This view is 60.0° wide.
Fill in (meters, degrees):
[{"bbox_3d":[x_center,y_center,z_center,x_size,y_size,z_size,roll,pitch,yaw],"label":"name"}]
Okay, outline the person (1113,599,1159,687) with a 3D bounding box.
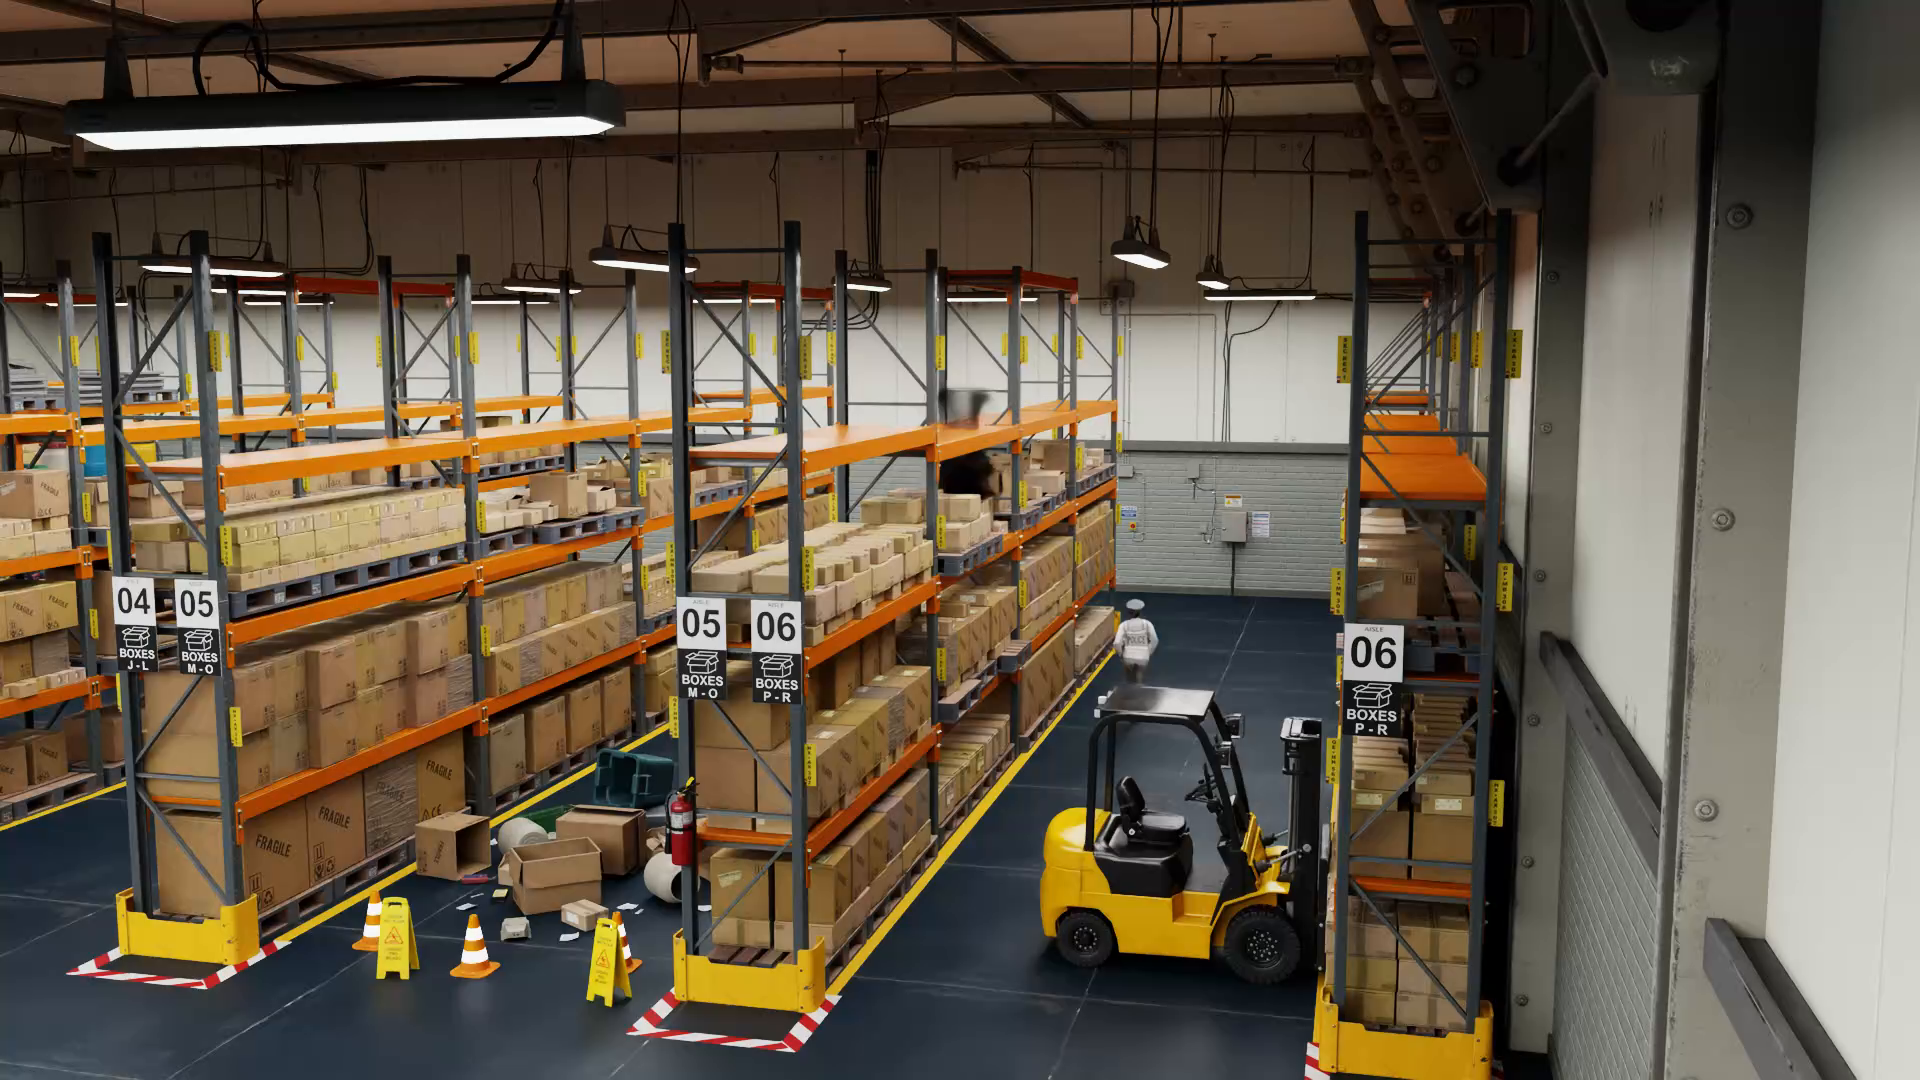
[{"bbox_3d":[2.368,1.639,22.420,0.611,1.642,0.557,1,7,8],"label":"person"}]
